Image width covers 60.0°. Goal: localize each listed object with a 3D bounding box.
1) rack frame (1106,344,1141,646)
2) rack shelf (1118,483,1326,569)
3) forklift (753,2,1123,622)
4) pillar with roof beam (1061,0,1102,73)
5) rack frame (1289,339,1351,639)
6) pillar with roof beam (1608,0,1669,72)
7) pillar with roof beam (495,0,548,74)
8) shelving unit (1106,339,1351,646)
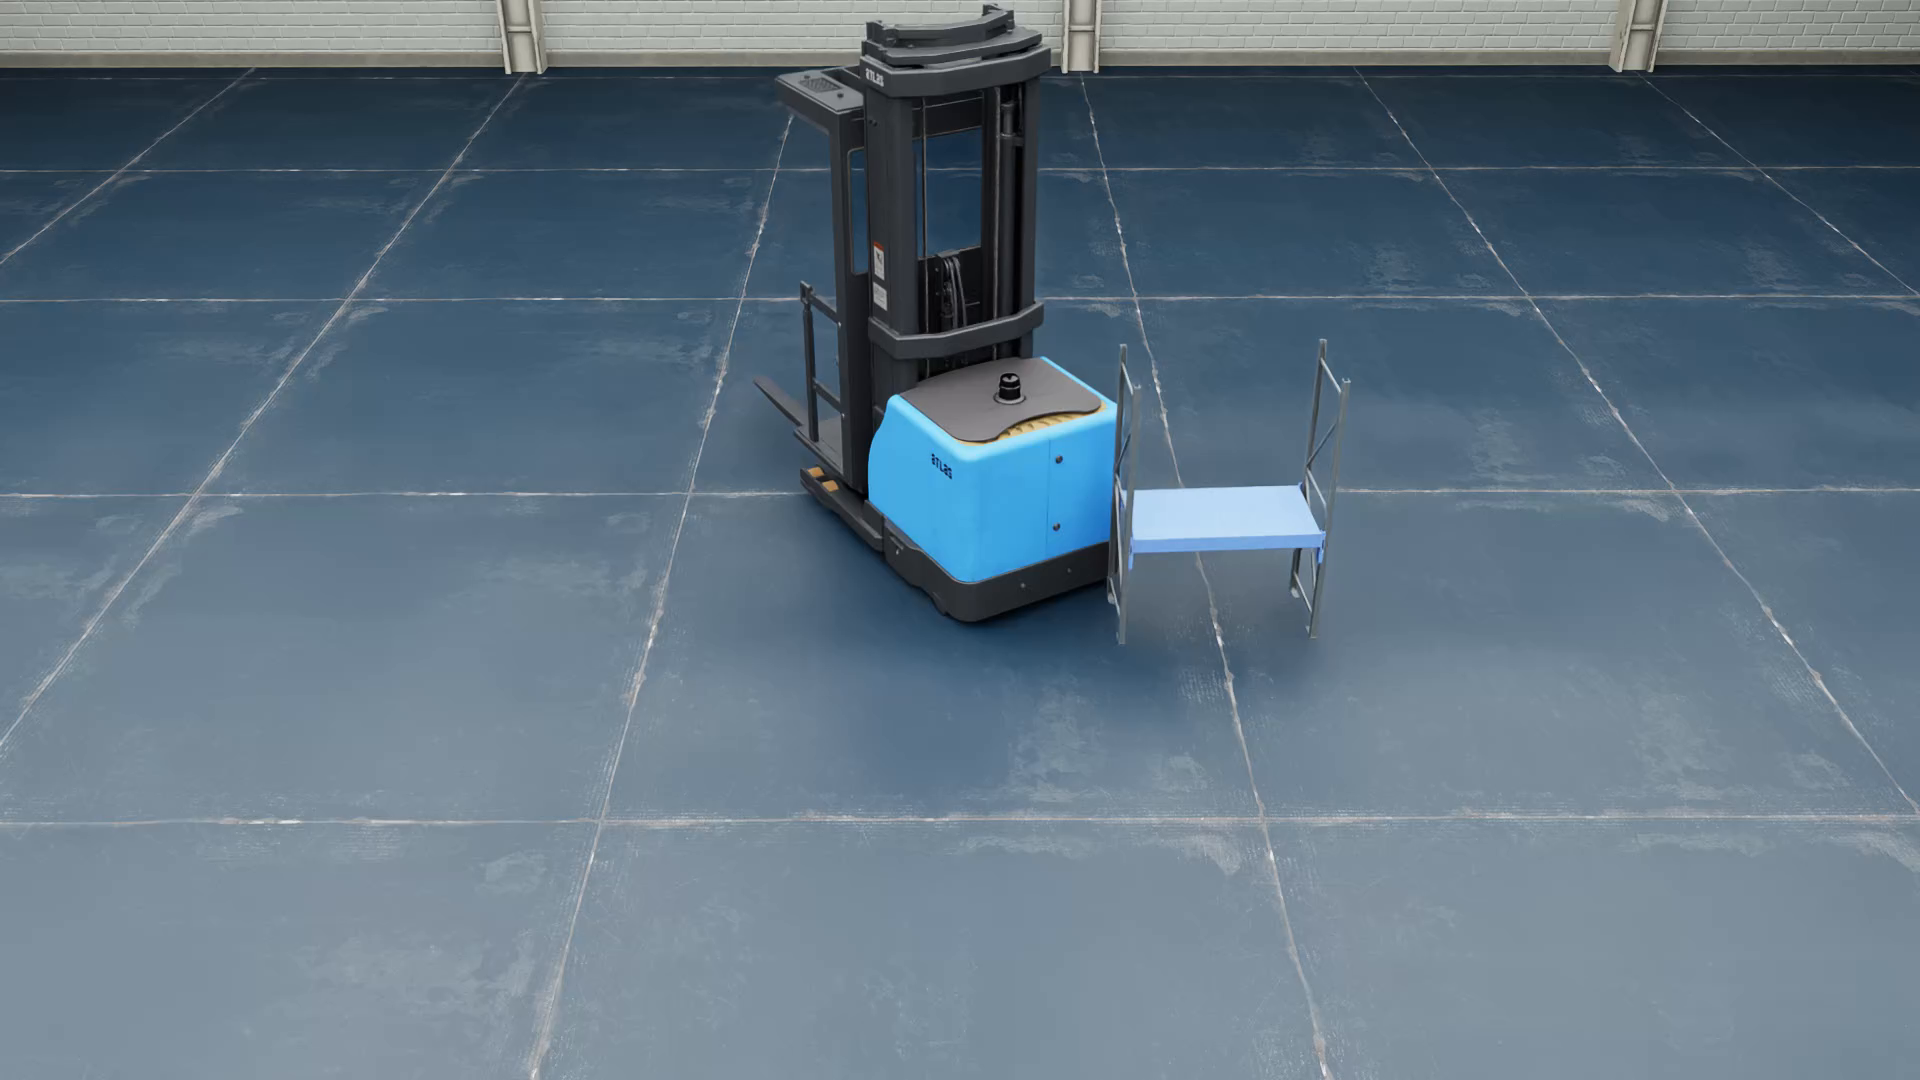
[{"bbox_3d":[0.835,-0.216,8.549,0.032,1.500,0.500,-2,31,-3],"label":"rack frame"},{"bbox_3d":[1.343,-0.078,8.668,1.000,0.185,0.538,-2,31,-3],"label":"rack shelf"},{"bbox_3d":[-0.309,-1.552,9.371,1.130,2.935,3.031,-17,35,-26],"label":"forklift"},{"bbox_3d":[1.326,-6.737,12.069,0.400,9.000,9.100,0,31,0],"label":"pillar with roof beam"},{"bbox_3d":[1.850,-0.247,8.601,0.032,1.500,0.500,-2,31,-3],"label":"rack frame"},{"bbox_3d":[7.326,-6.756,12.099,0.400,9.000,9.100,0,31,0],"label":"pillar with roof beam"},{"bbox_3d":[-4.674,-6.719,12.038,0.400,9.000,9.100,0,31,0],"label":"pillar with roof beam"},{"bbox_3d":[1.343,-0.232,8.575,1.048,1.500,0.538,-2,31,-3],"label":"shelving unit"}]
